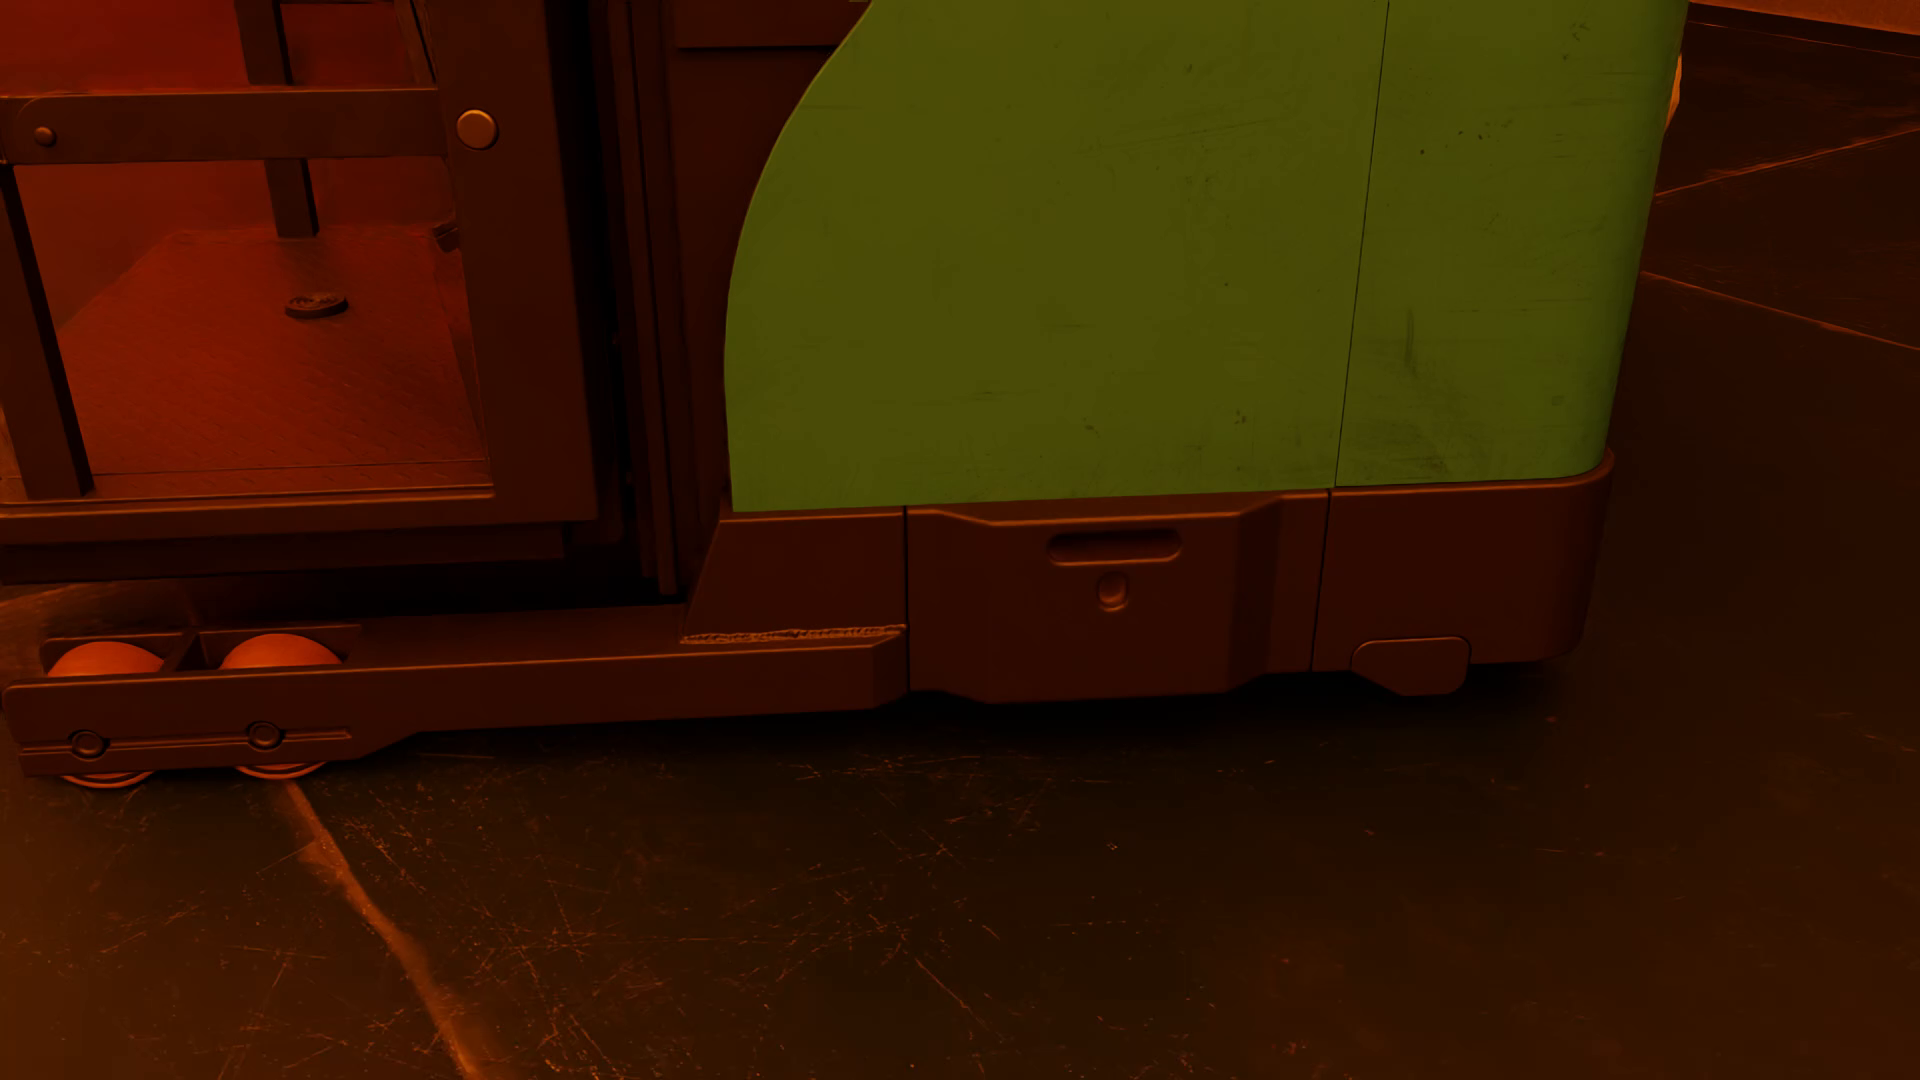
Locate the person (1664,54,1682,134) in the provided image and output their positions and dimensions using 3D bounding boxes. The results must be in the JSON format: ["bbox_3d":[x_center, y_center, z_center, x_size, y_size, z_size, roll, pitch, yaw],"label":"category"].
[{"bbox_3d":[1.137,-0.953,2.753,0.925,1.516,1.080,11,29,21],"label":"person"}]

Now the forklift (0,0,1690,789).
[{"bbox_3d":[-0.754,-1.271,1.765,3.031,2.935,1.130,-2,27,-5],"label":"forklift"}]
